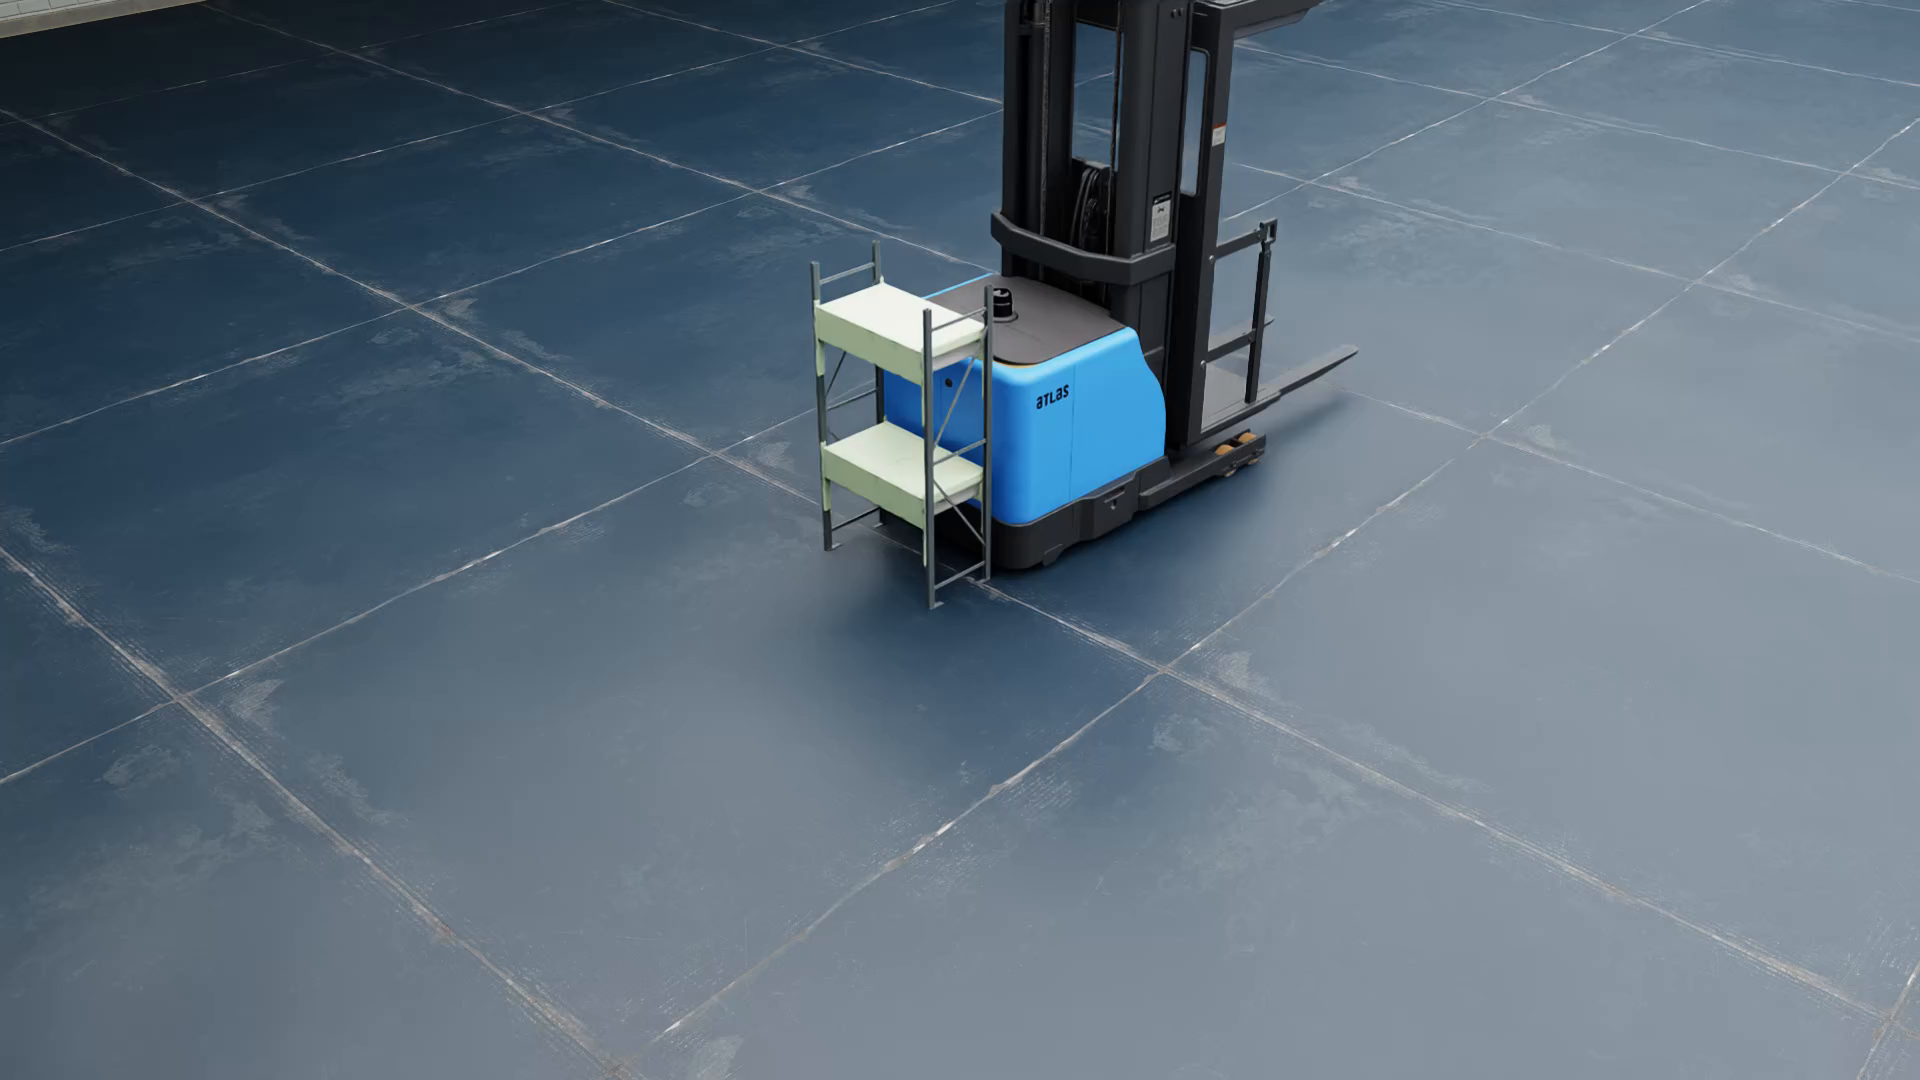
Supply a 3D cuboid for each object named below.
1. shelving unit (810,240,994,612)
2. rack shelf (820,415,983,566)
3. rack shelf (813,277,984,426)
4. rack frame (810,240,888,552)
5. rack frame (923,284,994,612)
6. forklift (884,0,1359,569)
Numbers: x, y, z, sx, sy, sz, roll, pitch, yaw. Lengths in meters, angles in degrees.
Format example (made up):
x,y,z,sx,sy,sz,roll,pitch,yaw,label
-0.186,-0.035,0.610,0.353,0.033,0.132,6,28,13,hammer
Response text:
x,y,z,sx,sy,sz,roll,pitch,yaw,label
-0.261,-0.523,7.664,0.431,1.500,0.755,-27,40,-37,shelving unit
-0.261,-0.244,7.833,0.431,0.370,0.720,-27,40,-37,rack shelf
-0.261,-0.857,7.463,0.431,0.370,0.720,-27,40,-37,rack shelf
-0.516,-0.658,7.889,0.400,1.500,0.023,-27,40,-37,rack frame
-0.006,-0.388,7.440,0.400,1.500,0.023,-27,40,-37,rack frame
0.999,-1.766,8.342,3.031,2.935,1.130,-26,40,-36,forklift
